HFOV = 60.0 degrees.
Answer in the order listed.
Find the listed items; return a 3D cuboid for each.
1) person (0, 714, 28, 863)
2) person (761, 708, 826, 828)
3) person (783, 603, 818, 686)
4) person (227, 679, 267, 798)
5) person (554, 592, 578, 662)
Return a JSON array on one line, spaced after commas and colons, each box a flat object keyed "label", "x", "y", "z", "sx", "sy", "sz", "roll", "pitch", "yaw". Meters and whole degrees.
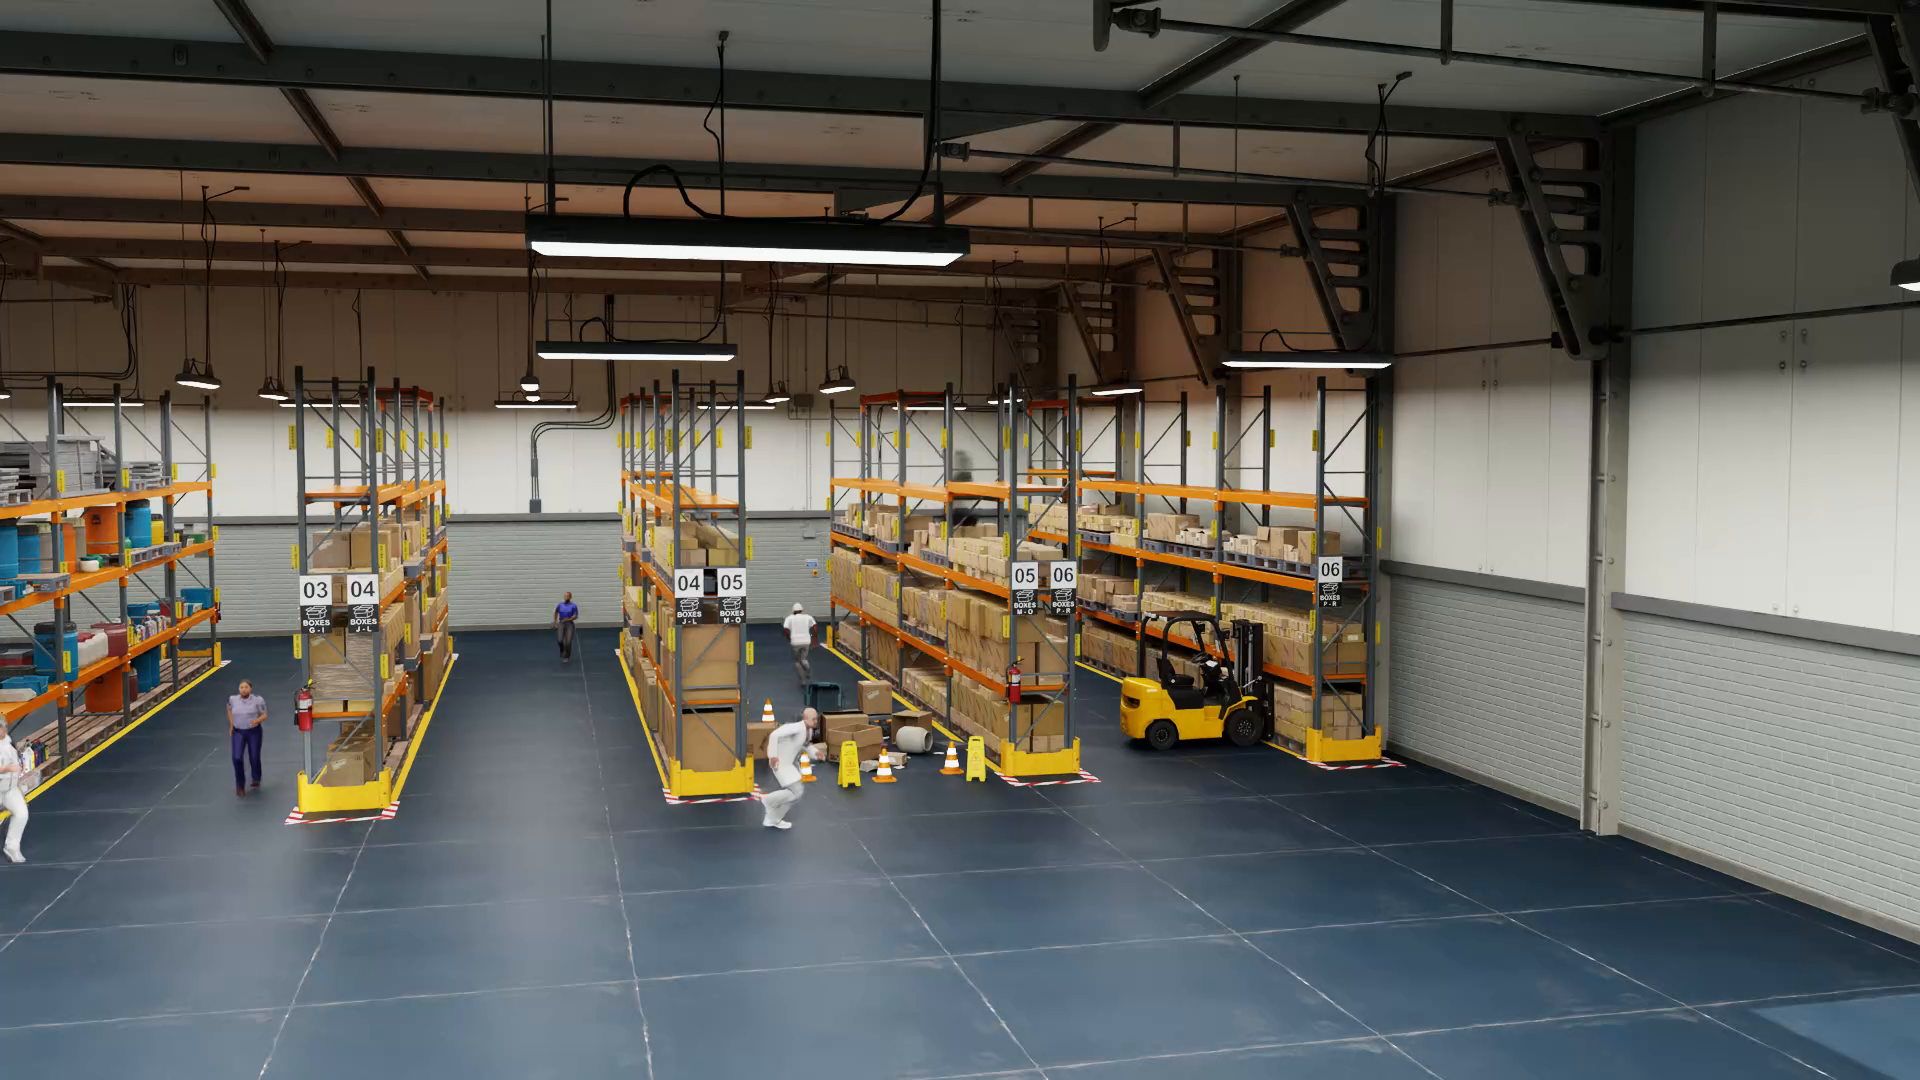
[{"label": "person", "x": -11.375, "y": 2.968, "z": 19.675, "sx": 0.815, "sy": 1.840, "sz": 0.611, "roll": 1, "pitch": 4, "yaw": 15}, {"label": "person", "x": -2.160, "y": 2.938, "z": 21.338, "sx": 0.867, "sy": 1.599, "sz": 0.736, "roll": 1, "pitch": 4, "yaw": 20}, {"label": "person", "x": -3.248, "y": 2.155, "z": 33.930, "sx": 0.696, "sy": 1.693, "sz": 0.835, "roll": -2, "pitch": 4, "yaw": -24}, {"label": "person", "x": -10.107, "y": 2.810, "z": 23.592, "sx": 0.537, "sy": 1.686, "sz": 0.842, "roll": -1, "pitch": 4, "yaw": -20}, {"label": "person", "x": -8.871, "y": 1.964, "z": 37.408, "sx": 0.566, "sy": 1.594, "sz": 0.571, "roll": 0, "pitch": 3, "yaw": -7}]
